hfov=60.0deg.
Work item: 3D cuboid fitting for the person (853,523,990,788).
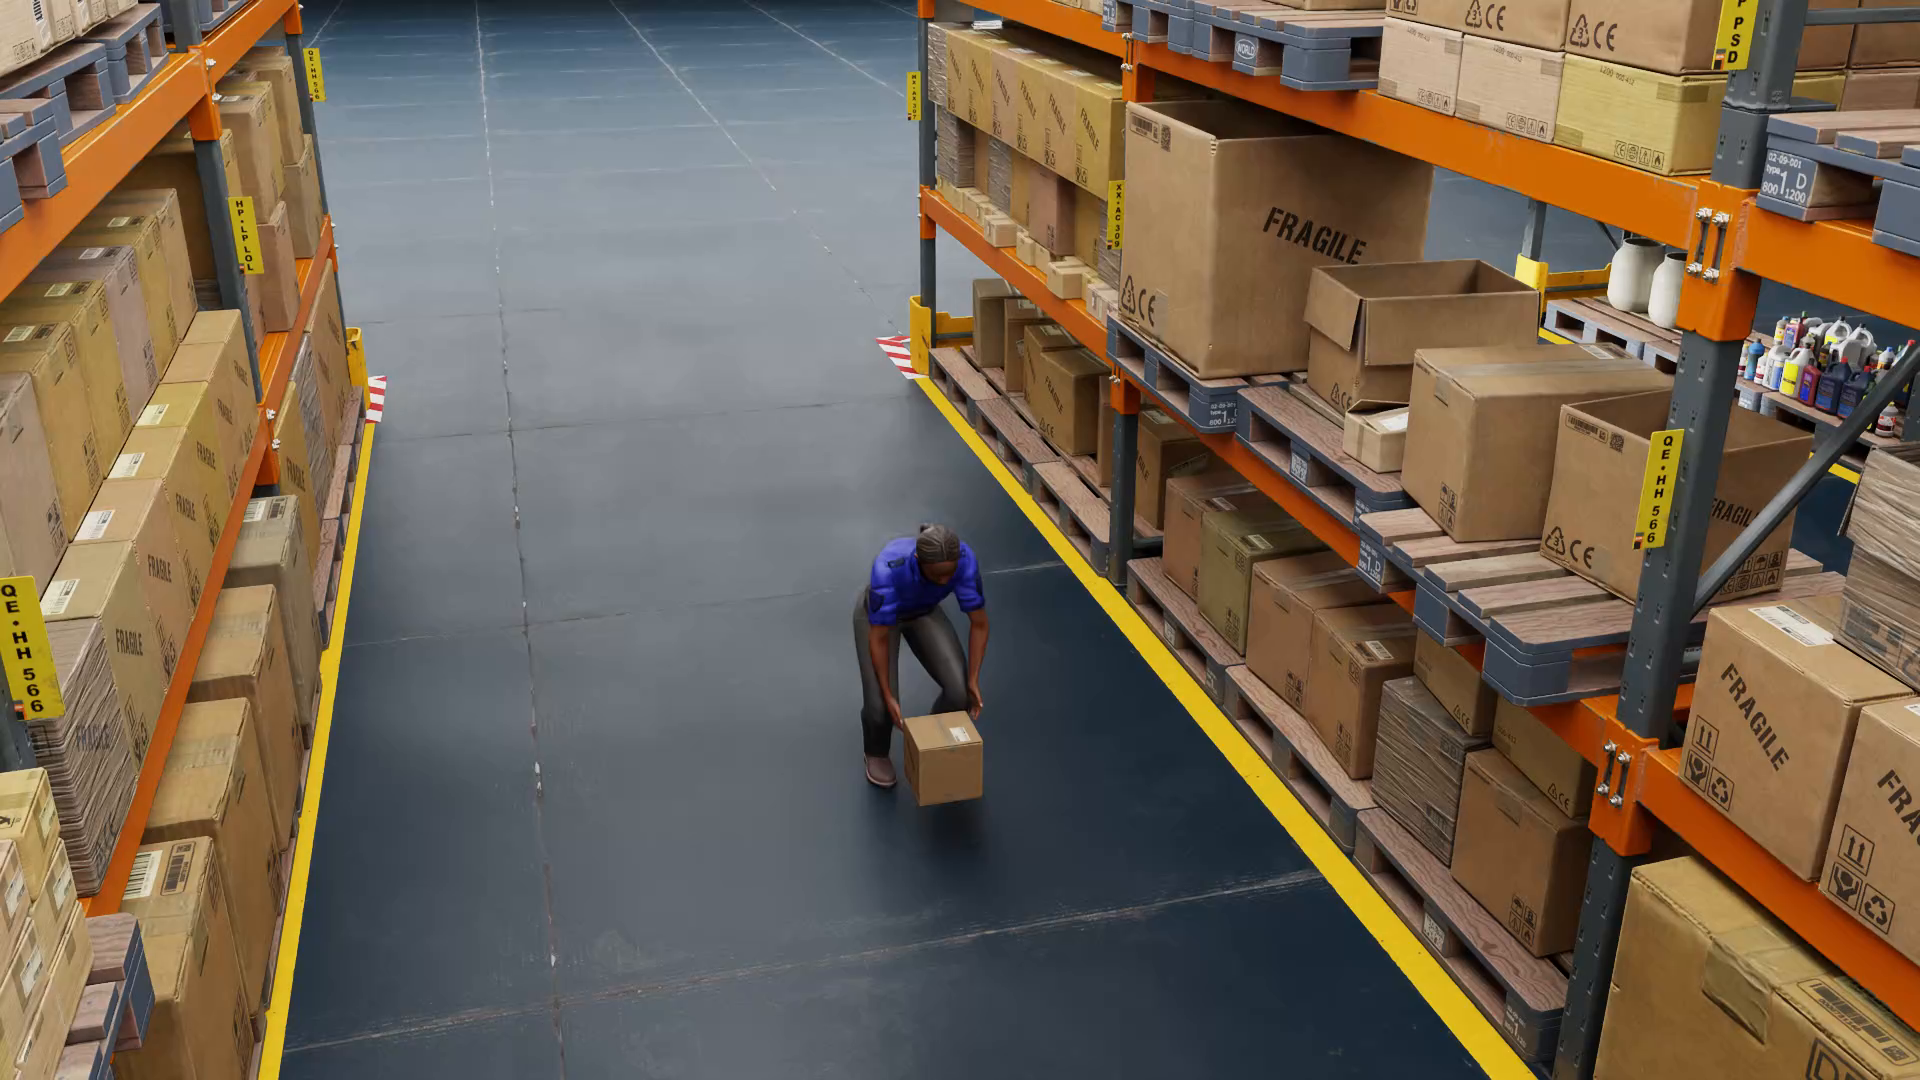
[{"bbox_3d":[-0.161,0.416,6.690,0.499,1.223,0.706,-6,24,-14],"label":"person"}]
